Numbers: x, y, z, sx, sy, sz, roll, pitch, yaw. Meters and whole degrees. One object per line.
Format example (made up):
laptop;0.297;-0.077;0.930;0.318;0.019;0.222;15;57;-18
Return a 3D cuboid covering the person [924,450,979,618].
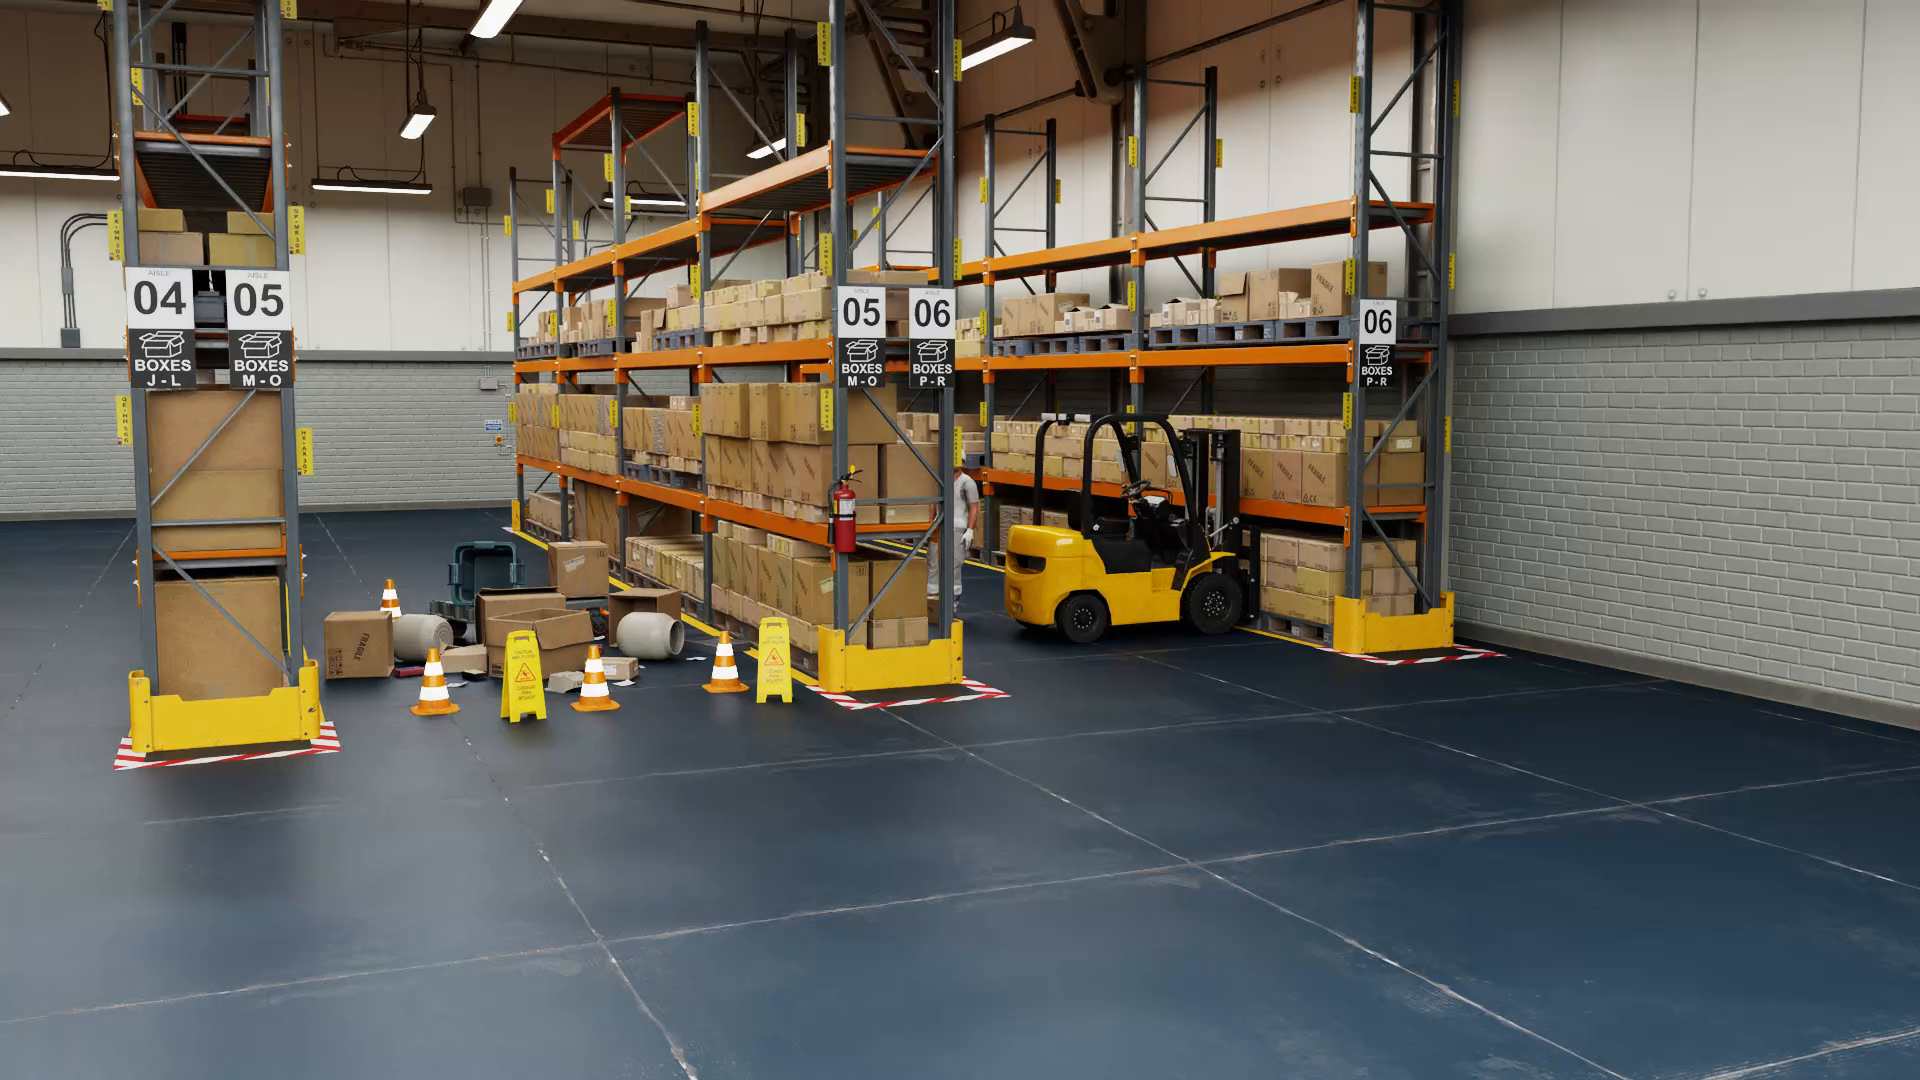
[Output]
person;-0.154;-0.073;17.251;0.638;1.787;0.565;4;7;37
